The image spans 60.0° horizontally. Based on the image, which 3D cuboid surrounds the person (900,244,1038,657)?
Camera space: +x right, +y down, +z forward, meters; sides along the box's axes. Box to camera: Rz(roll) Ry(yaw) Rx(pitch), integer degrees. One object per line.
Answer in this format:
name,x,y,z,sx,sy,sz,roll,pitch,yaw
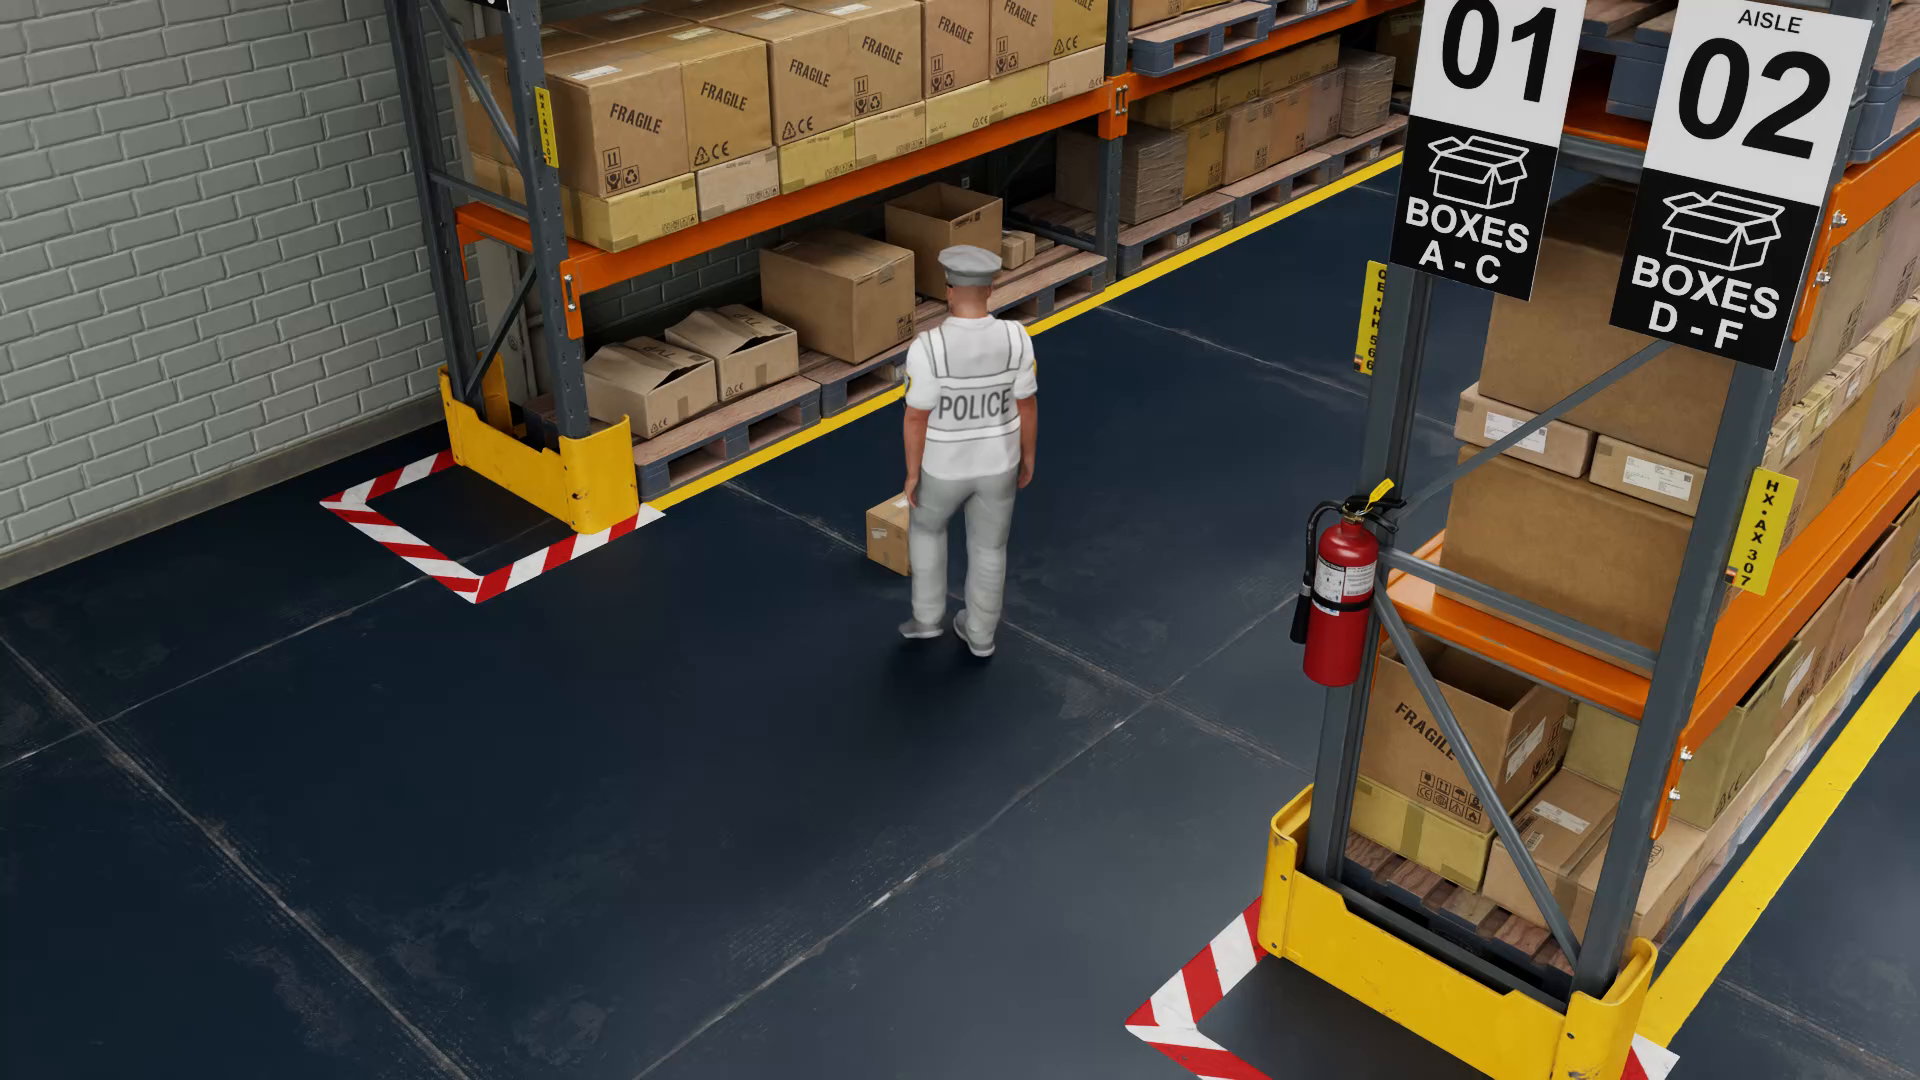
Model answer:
person,0.027,-0.297,6.680,0.556,1.824,0.465,-7,32,-11
